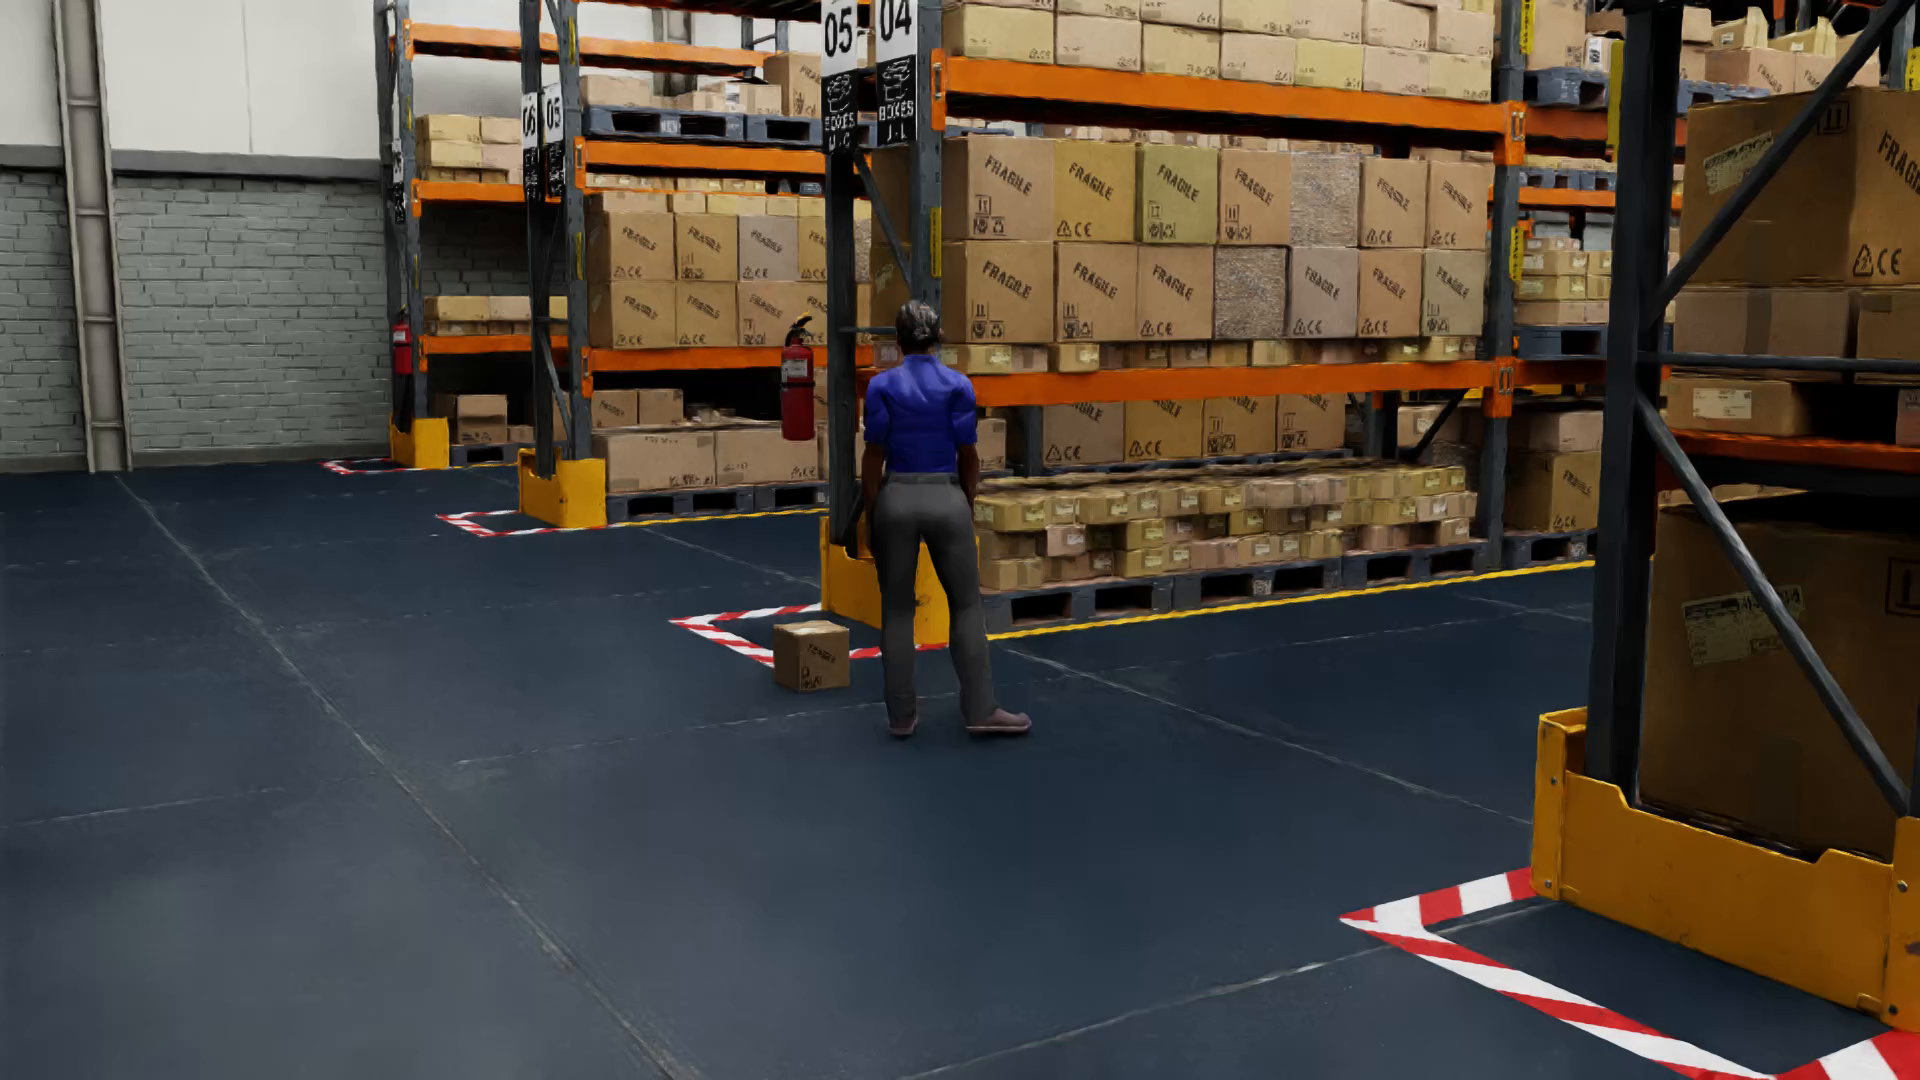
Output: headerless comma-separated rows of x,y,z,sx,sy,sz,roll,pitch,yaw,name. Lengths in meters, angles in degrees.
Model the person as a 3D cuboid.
-0.048,-0.084,6.344,0.649,1.660,0.335,0,8,2,person
